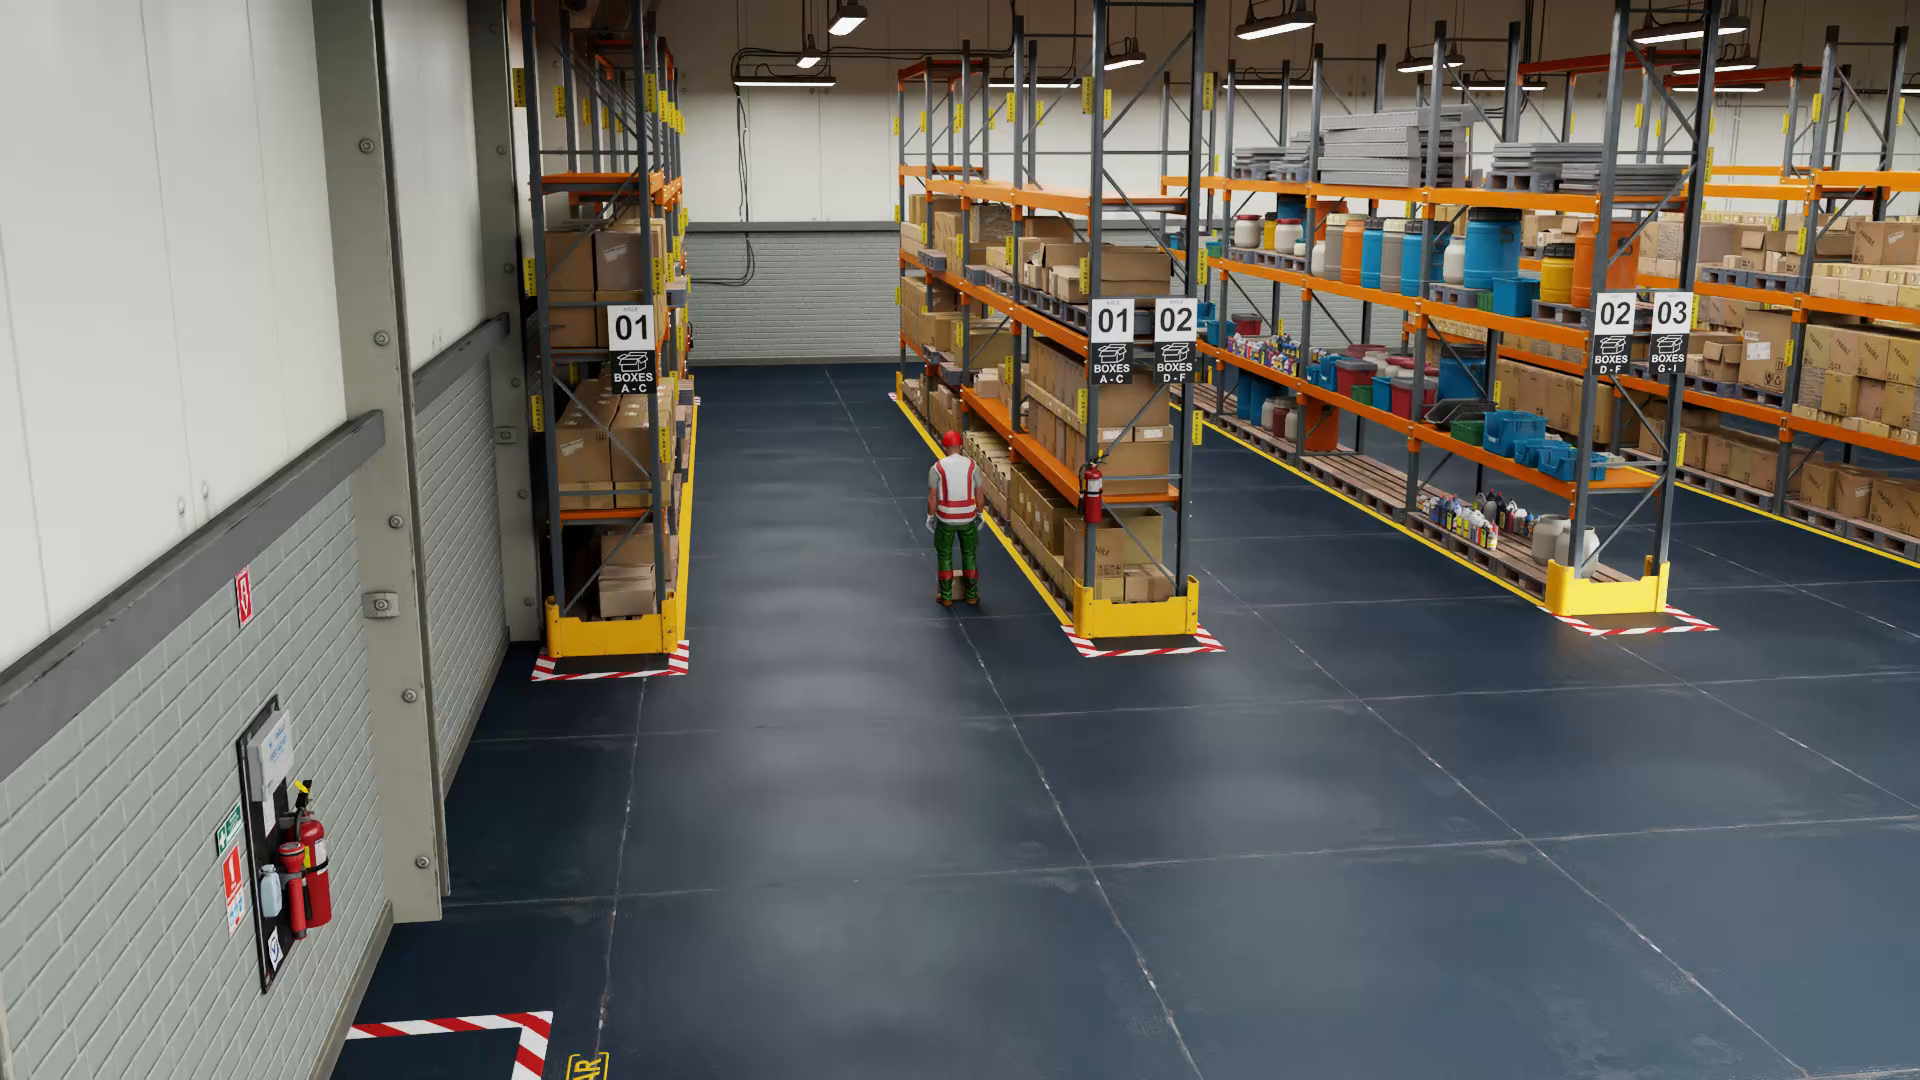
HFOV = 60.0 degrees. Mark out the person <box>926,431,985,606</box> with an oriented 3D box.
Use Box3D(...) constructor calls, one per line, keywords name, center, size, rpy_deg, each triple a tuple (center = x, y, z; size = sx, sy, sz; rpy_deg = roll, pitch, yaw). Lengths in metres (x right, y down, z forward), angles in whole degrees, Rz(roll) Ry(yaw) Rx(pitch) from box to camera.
Box3D(name="person", center=(-0.044, -0.224, 16.919), size=(0.603, 1.778, 0.451), rpy_deg=(-2, 13, -9))
